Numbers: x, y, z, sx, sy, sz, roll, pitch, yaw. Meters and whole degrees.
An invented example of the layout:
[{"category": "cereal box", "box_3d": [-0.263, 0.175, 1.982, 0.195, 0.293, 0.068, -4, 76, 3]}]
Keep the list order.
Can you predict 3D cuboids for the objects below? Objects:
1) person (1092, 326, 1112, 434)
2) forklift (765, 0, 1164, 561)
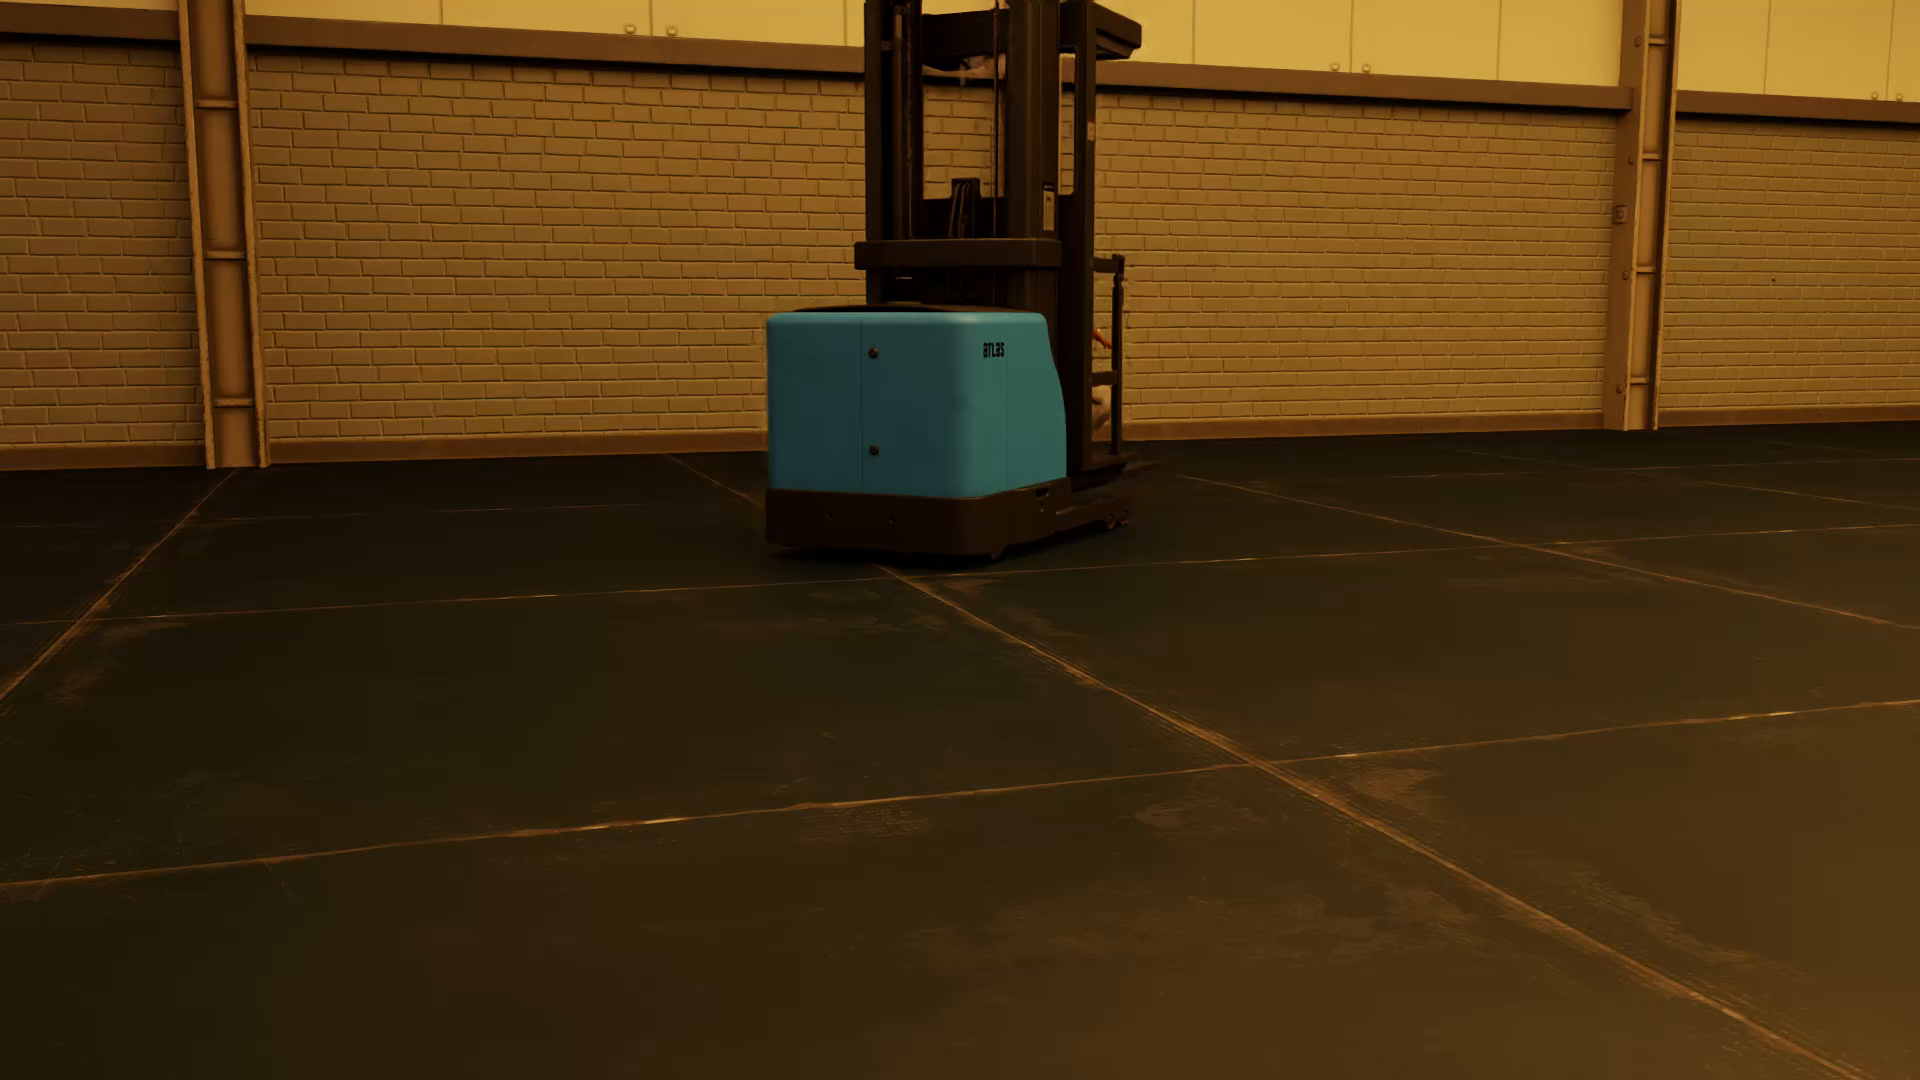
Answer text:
[{"category": "person", "box_3d": [0.658, -1.142, 10.722, 0.779, 1.499, 0.631, -6, 10, -38]}, {"category": "forklift", "box_3d": [0.230, -1.524, 8.256, 1.130, 2.935, 3.031, 4, 9, 25]}]
